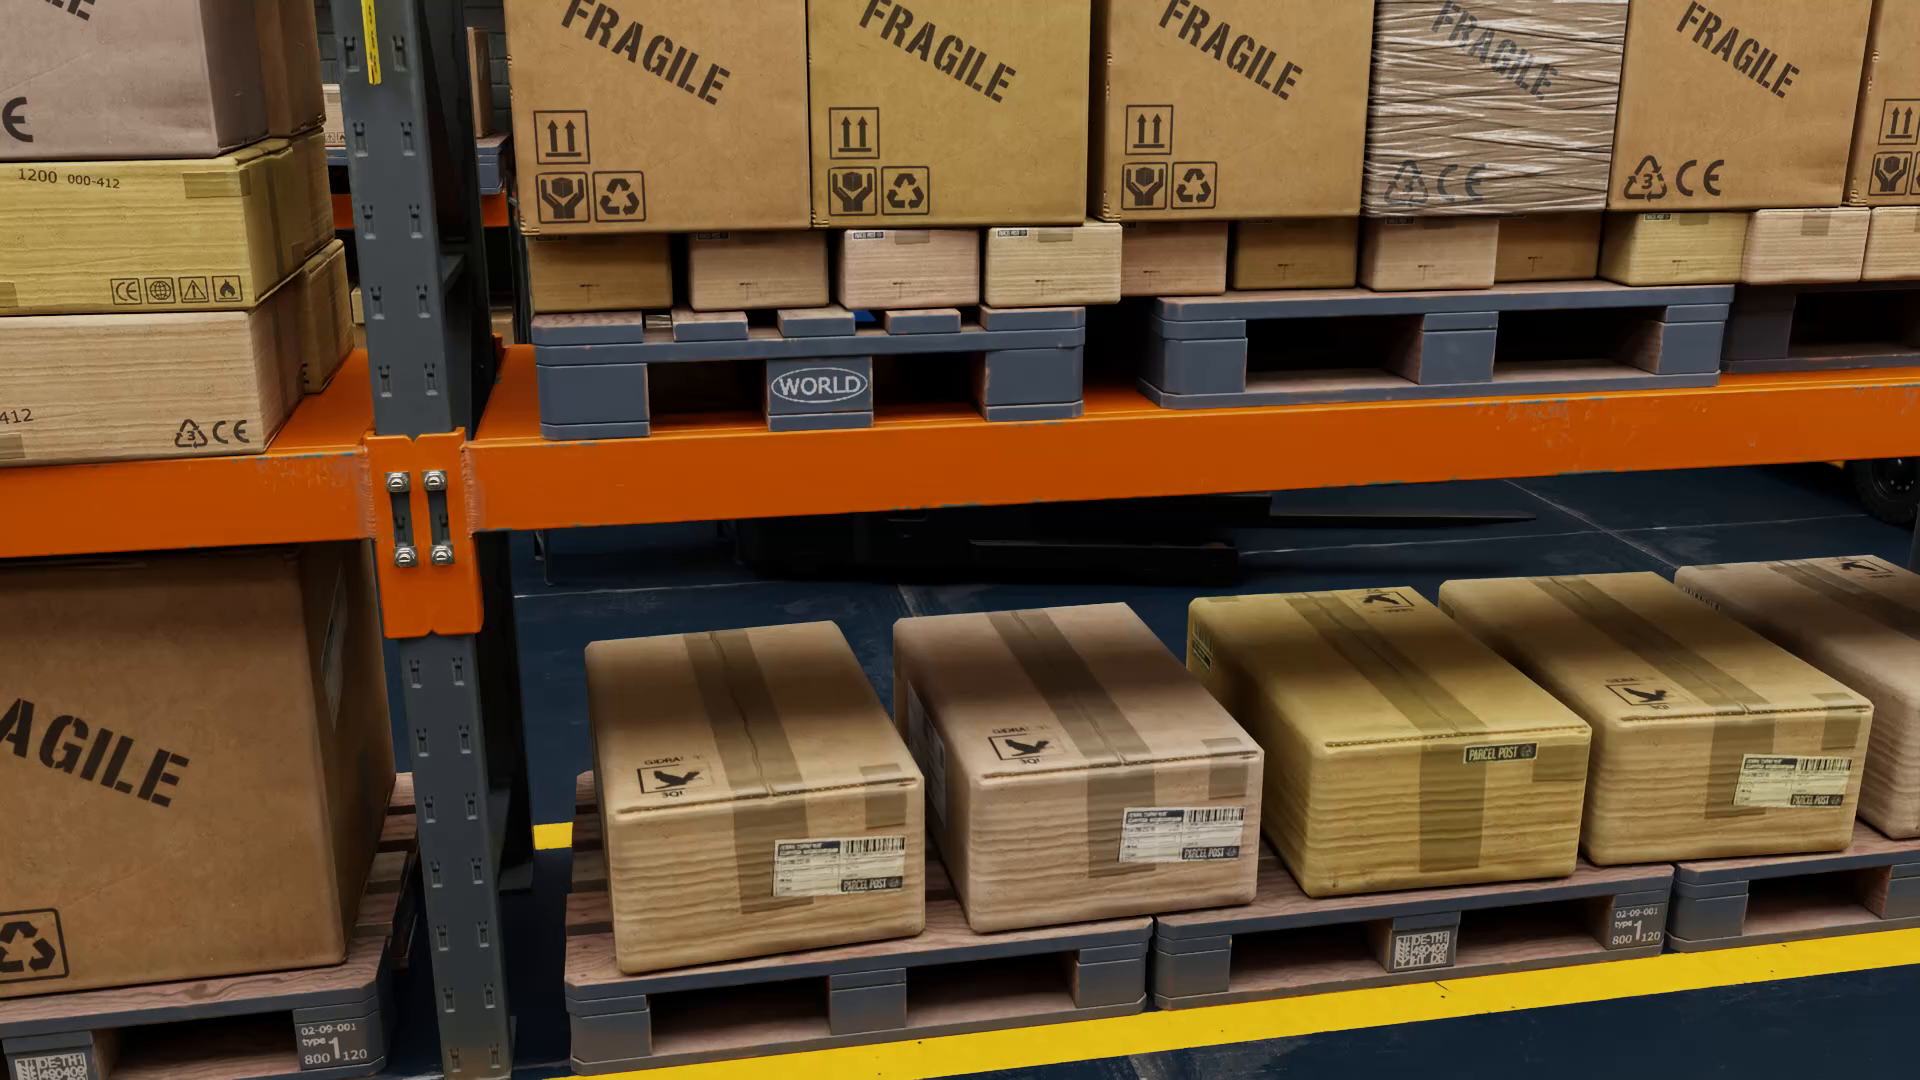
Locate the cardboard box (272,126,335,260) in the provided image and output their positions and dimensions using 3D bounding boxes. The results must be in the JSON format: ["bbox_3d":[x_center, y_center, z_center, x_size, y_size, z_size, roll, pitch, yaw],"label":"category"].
[{"bbox_3d":[-1.592,-0.705,3.404,0.500,0.250,0.500,-3,17,-11],"label":"cardboard box"}]

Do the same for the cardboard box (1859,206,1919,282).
[{"bbox_3d":[1.918,-0.656,3.552,0.250,0.149,0.380,-4,17,-11],"label":"cardboard box"}]

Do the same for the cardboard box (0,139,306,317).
[{"bbox_3d":[-1.475,-0.562,2.937,0.500,0.250,0.500,-3,17,-11],"label":"cardboard box"}]

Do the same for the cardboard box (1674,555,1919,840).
[{"bbox_3d":[2.365,0.367,4.267,0.625,0.372,0.950,-3,17,-10],"label":"cardboard box"}]

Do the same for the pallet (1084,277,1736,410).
[{"bbox_3d":[0.888,-0.526,3.741,1.213,0.211,1.003,-3,17,-10],"label":"pallet"}]

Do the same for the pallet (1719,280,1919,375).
[{"bbox_3d":[2.102,-0.626,4.067,1.213,0.211,1.003,-3,17,-10],"label":"pallet"}]

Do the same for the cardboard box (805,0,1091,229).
[{"bbox_3d":[-0.052,-0.875,3.161,0.500,0.500,0.500,-2,17,-8],"label":"cardboard box"}]

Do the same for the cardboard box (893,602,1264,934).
[{"bbox_3d":[0.232,0.488,3.874,0.625,0.372,0.950,-4,17,-12],"label":"cardboard box"}]

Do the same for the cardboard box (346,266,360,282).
[{"bbox_3d":[-3.059,-1.259,8.238,0.250,0.149,0.380,-3,17,-10],"label":"cardboard box"}]

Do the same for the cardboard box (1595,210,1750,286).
[{"bbox_3d":[1.423,-0.638,3.492,0.250,0.149,0.380,-3,17,-10],"label":"cardboard box"}]

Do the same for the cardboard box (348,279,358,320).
[{"bbox_3d":[-2.959,-1.115,7.771,0.250,0.149,0.380,-4,17,-12],"label":"cardboard box"}]

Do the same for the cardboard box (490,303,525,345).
[{"bbox_3d":[-2.367,-0.846,8.000,0.500,0.500,0.500,-3,17,-9],"label":"cardboard box"}]

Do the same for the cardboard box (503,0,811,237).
[{"bbox_3d":[-0.562,-0.844,3.059,0.500,0.500,0.500,-4,17,-12],"label":"cardboard box"}]

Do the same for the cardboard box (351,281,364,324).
[{"bbox_3d":[-2.692,-1.117,7.777,0.250,0.149,0.380,-4,18,-13],"label":"cardboard box"}]

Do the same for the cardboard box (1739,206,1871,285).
[{"bbox_3d":[1.669,-0.641,3.502,0.250,0.149,0.380,-3,17,-10],"label":"cardboard box"}]

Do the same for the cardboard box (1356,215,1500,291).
[{"bbox_3d":[0.903,-0.616,3.422,0.250,0.149,0.380,-3,17,-9],"label":"cardboard box"}]

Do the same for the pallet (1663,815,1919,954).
[{"bbox_3d":[2.116,0.659,4.307,1.213,0.211,1.003,-3,17,-10],"label":"pallet"}]

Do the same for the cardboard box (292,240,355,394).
[{"bbox_3d":[-1.576,-0.469,3.484,0.500,0.250,0.500,-4,17,-11],"label":"cardboard box"}]

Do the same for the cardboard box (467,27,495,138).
[{"bbox_3d":[-2.528,-2.191,7.950,0.500,0.500,0.500,-2,17,-8],"label":"cardboard box"}]

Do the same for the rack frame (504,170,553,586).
[{"bbox_3d":[-1.611,-0.600,6.210,0.023,1.500,0.400,-6,18,-19],"label":"rack frame"}]

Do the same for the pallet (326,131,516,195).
[{"bbox_3d":[-2.645,-1.776,7.812,1.003,0.211,1.213,-3,17,-10],"label":"pallet"}]

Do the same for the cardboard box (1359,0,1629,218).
[{"bbox_3d":[0.961,-0.932,3.347,0.500,0.500,0.500,-4,18,-13],"label":"cardboard box"}]

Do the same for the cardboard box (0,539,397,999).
[{"bbox_3d":[-1.742,0.334,3.518,0.875,0.875,0.875,-3,17,-11],"label":"cardboard box"}]

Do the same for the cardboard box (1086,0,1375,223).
[{"bbox_3d":[0.469,-0.907,3.263,0.500,0.500,0.500,-3,17,-10],"label":"cardboard box"}]

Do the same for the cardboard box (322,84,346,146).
[{"bbox_3d":[-2.967,-1.903,7.438,0.500,0.250,0.500,-4,18,-13],"label":"cardboard box"}]

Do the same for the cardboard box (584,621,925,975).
[{"bbox_3d":[-0.491,0.532,3.732,0.625,0.372,0.950,-4,18,-14],"label":"cardboard box"}]

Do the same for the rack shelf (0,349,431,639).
[{"bbox_3d":[-3.011,-0.040,3.058,4.000,0.370,1.077,-3,17,-10],"label":"rack shelf"}]

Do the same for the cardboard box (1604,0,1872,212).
[{"bbox_3d":[1.475,-0.962,3.442,0.500,0.500,0.500,-3,17,-9],"label":"cardboard box"}]

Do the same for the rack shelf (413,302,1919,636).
[{"bbox_3d":[0.916,-0.263,3.783,4.000,0.370,1.077,-3,17,-10],"label":"rack shelf"}]

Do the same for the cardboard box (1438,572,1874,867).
[{"bbox_3d":[1.660,0.408,4.134,0.625,0.372,0.950,-2,17,-7],"label":"cardboard box"}]

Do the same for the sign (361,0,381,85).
[{"bbox_3d":[-0.939,-0.889,2.625,0.005,0.325,0.100,-3,17,-10],"label":"sign"}]

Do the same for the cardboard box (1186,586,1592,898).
[{"bbox_3d":[0.978,0.448,4.006,0.625,0.372,0.950,-3,17,-9],"label":"cardboard box"}]

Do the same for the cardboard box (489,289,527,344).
[{"bbox_3d":[-2.460,-0.989,8.465,0.500,0.500,0.500,-3,17,-8],"label":"cardboard box"}]

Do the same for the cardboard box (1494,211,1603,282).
[{"bbox_3d":[1.144,-0.653,3.540,0.250,0.149,0.380,-4,17,-12],"label":"cardboard box"}]

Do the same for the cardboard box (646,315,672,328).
[{"bbox_3d":[-1.378,-1.022,8.360,0.625,0.625,0.875,-3,17,-9],"label":"cardboard box"}]

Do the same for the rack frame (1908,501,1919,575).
[{"bbox_3d":[2.880,-0.718,4.040,0.127,3.000,1.000,-3,17,-10],"label":"rack frame"}]

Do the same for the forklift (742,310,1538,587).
[{"bbox_3d":[0.699,-1.386,6.331,3.031,2.935,1.130,1,17,2],"label":"forklift"}]

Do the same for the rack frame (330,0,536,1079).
[{"bbox_3d":[-1.048,-0.495,3.315,0.127,3.000,1.000,-3,17,-10],"label":"rack frame"}]

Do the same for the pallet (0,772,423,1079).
[{"bbox_3d":[-1.836,0.860,3.652,1.213,0.211,1.003,-3,17,-10],"label":"pallet"}]

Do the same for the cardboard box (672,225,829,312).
[{"bbox_3d":[-0.409,-0.546,3.194,0.250,0.149,0.380,-4,18,-14],"label":"cardboard box"}]

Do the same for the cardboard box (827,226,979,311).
[{"bbox_3d":[-0.132,-0.548,3.201,0.250,0.149,0.380,-4,18,-14],"label":"cardboard box"}]

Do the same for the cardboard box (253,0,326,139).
[{"bbox_3d":[-1.578,-1.064,3.294,0.500,0.500,0.500,-4,17,-12],"label":"cardboard box"}]

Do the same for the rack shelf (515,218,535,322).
[{"bbox_3d":[-1.268,-1.010,6.217,0.720,0.370,0.431,-6,18,-19],"label":"rack shelf"}]

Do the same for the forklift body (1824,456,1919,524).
[{"bbox_3d":[4.346,-1.334,7.492,1.214,2.155,2.313,-3,17,-10],"label":"forklift body"}]

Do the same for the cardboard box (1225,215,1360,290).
[{"bbox_3d":[0.634,-0.621,3.436,0.250,0.149,0.380,-3,17,-8],"label":"cardboard box"}]

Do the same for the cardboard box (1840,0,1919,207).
[{"bbox_3d":[1.983,-0.989,3.530,0.500,0.500,0.500,-3,17,-10],"label":"cardboard box"}]

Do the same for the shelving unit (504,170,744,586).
[{"bbox_3d":[-1.268,-0.637,6.331,0.755,1.500,0.431,-6,18,-19],"label":"shelving unit"}]

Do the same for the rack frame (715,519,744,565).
[{"bbox_3d":[-0.925,-0.674,6.453,0.023,1.500,0.400,-6,18,-19],"label":"rack frame"}]

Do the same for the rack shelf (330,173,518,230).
[{"bbox_3d":[-3.957,-1.471,7.716,4.000,0.370,1.077,-3,17,-10],"label":"rack shelf"}]

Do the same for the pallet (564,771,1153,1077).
[{"bbox_3d":[-0.280,0.795,3.865,1.213,0.211,1.003,-3,17,-10],"label":"pallet"}]

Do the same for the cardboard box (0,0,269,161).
[{"bbox_3d":[-1.506,-0.917,2.814,0.500,0.500,0.500,-4,17,-12],"label":"cardboard box"}]

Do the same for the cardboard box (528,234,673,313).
[{"bbox_3d":[-0.693,-0.540,3.175,0.250,0.149,0.380,-4,18,-14],"label":"cardboard box"}]

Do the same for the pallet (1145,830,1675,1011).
[{"bbox_3d":[0.915,0.728,4.083,1.213,0.211,1.003,-3,17,-10],"label":"pallet"}]

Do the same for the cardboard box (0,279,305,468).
[{"bbox_3d":[-1.495,-0.320,3.002,0.500,0.250,0.500,-4,17,-12],"label":"cardboard box"}]

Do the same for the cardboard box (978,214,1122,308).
[{"bbox_3d":[0.142,-0.558,3.231,0.250,0.149,0.380,-3,17,-10],"label":"cardboard box"}]

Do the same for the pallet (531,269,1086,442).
[{"bbox_3d":[-0.368,-0.474,3.572,1.003,0.211,1.213,-3,17,-10],"label":"pallet"}]

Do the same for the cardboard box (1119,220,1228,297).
[{"bbox_3d":[0.364,-0.594,3.348,0.250,0.149,0.380,-2,17,-7],"label":"cardboard box"}]

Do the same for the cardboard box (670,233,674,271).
[{"bbox_3d":[-0.521,-0.698,3.687,0.250,0.149,0.380,-3,17,-10],"label":"cardboard box"}]

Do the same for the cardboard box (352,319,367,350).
[{"bbox_3d":[-2.861,-0.821,7.919,0.500,0.500,0.500,-4,17,-11],"label":"cardboard box"}]
